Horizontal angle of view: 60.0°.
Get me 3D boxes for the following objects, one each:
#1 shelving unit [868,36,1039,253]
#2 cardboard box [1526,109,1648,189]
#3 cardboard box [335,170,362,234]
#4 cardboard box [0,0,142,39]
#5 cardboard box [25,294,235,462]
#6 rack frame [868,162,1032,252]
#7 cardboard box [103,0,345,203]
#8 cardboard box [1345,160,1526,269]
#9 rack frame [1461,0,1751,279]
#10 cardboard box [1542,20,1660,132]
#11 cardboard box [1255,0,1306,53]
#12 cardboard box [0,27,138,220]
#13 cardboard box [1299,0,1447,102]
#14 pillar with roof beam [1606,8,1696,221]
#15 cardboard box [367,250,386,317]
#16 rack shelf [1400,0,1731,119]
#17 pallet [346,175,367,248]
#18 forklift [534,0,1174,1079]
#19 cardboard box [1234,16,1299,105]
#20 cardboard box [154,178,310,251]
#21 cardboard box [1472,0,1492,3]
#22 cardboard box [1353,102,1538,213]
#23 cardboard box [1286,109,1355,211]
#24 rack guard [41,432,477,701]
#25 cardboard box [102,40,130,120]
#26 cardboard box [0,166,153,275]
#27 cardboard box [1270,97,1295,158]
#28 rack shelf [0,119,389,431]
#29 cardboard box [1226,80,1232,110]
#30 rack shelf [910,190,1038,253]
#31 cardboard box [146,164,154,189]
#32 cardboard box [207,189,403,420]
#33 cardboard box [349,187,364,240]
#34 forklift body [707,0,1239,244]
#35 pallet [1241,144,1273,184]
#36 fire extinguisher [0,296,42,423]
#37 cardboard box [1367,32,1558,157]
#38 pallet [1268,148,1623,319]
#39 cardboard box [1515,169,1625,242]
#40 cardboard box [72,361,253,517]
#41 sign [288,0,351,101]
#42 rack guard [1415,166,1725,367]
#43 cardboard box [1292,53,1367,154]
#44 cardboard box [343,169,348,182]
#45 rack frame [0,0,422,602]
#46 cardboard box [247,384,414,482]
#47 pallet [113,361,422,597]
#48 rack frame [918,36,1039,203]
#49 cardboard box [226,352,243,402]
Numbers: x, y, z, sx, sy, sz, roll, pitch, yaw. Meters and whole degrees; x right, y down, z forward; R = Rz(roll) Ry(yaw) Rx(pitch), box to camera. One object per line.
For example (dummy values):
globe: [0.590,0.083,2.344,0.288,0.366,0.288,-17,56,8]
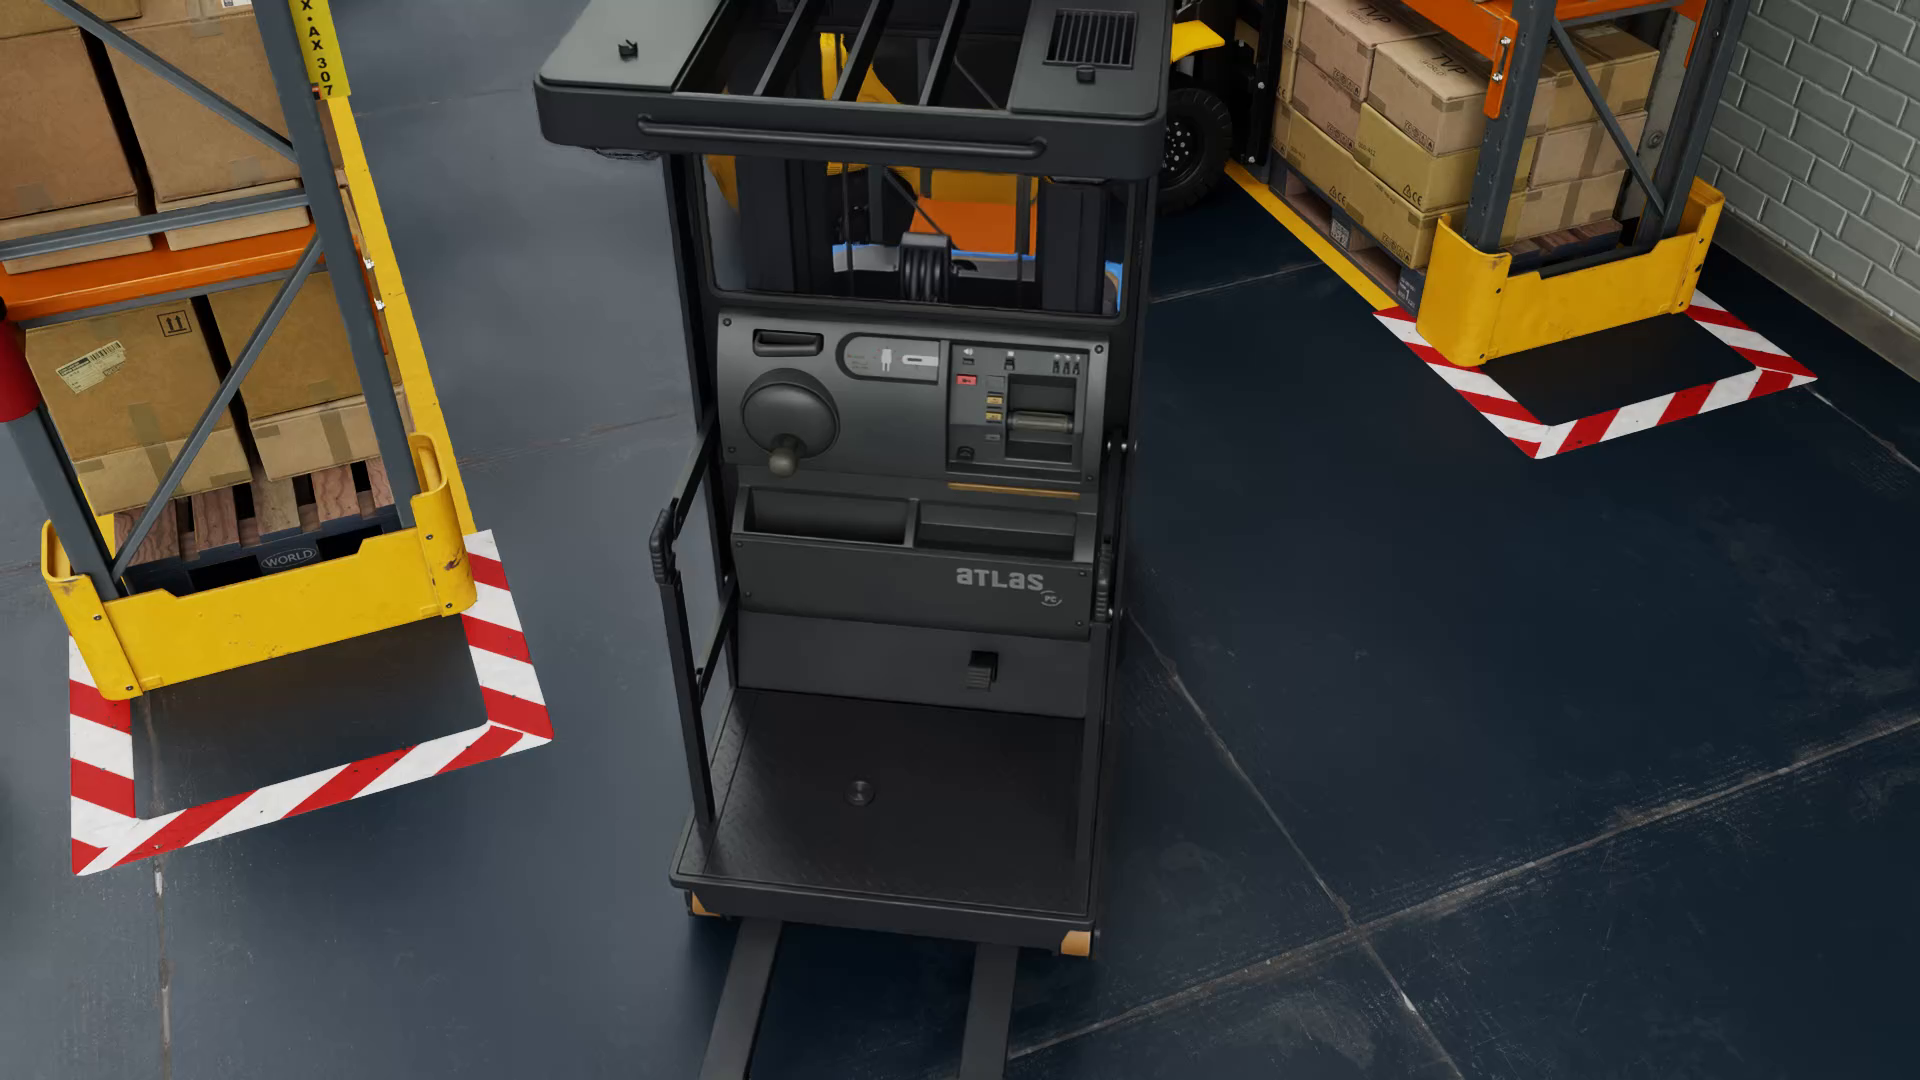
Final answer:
shelving unit: [0.036,-1.050,5.821,0.587,1.500,1.083,5,41,6]
cardboard box: [2.436,-1.710,6.841,0.500,0.250,0.500,-14,43,-16]
cardboard box: [-2.428,-1.112,5.954,0.500,0.500,0.500,-17,43,-18]
cardboard box: [-2.558,-1.611,4.251,0.700,0.500,0.500,-16,43,-18]
cardboard box: [-2.708,-0.647,5.413,0.500,0.500,0.500,-15,43,-17]
rack frame: [-0.030,-0.715,5.432,0.500,1.500,0.032,5,41,6]
cardboard box: [-2.086,-1.333,4.695,0.500,0.500,0.500,-16,43,-18]
cardboard box: [1.952,-1.390,6.852,0.500,0.250,0.500,-15,43,-17]
rack frame: [2.424,-2.069,5.855,1.000,3.000,0.127,-15,43,-17]
cardboard box: [2.415,-1.901,6.680,0.500,0.250,0.500,-16,43,-18]
cardboard box: [1.556,-2.372,7.227,0.500,0.250,0.500,-15,43,-16]
cardboard box: [-2.623,-1.237,4.583,0.500,0.500,0.500,-16,43,-18]
cardboard box: [1.758,-2.070,6.877,0.500,0.250,0.500,-14,43,-16]
pillar with roof beam: [-0.988,-3.914,3.399,9.100,9.000,0.400,-15,43,-17]
cardboard box: [-2.402,-0.809,6.177,0.500,0.250,0.500,-14,43,-15]
rack shelf: [1.658,-3.001,7.491,1.077,0.370,4.000,-15,43,-17]
pallet: [-2.931,-1.049,6.808,1.003,0.211,1.213,-15,43,-17]
forklift: [-0.142,-0.252,3.795,1.130,2.935,3.031,5,41,6]
cardboard box: [1.550,-2.201,7.412,0.500,0.250,0.500,-16,43,-18]
cardboard box: [-2.100,-0.989,4.792,0.380,0.149,0.250,-15,43,-17]
cardboard box: [1.993,-2.338,6.091,0.500,0.500,0.500,-16,43,-18]
cardboard box: [1.949,-1.590,6.702,0.500,0.250,0.500,-16,43,-17]
cardboard box: [1.770,-1.692,7.203,0.500,0.250,0.500,-15,43,-17]
rack guard: [-2.190,0.074,5.281,1.175,0.500,0.348,-15,43,-17]
cardboard box: [-2.811,-1.540,4.935,0.500,0.500,0.500,-15,43,-17]
cardboard box: [-2.502,-0.905,4.694,0.380,0.149,0.250,-14,43,-15]
cardboard box: [1.587,-1.995,7.556,0.500,0.250,0.500,-15,43,-16]
rack shelf: [-2.926,-1.760,6.048,1.077,0.370,4.000,-15,43,-17]
cardboard box: [1.368,-2.302,7.914,0.500,0.250,0.500,-14,43,-16]
rack shelf: [0.035,-0.908,5.931,0.538,0.185,1.000,5,41,6]
cardboard box: [-2.210,-1.138,4.965,0.380,0.149,0.250,-14,43,-16]
cardboard box: [-2.224,-0.798,5.589,0.500,0.500,0.500,-16,43,-18]
cardboard box: [-2.623,-1.135,6.556,0.500,0.250,0.500,-12,42,-14]
forklift body: [0.012,-2.434,6.931,2.313,2.155,1.214,-15,43,-17]
pallet: [1.629,-2.195,8.141,1.003,0.211,1.213,-15,43,-17]
fire extinguisher: [-2.543,-0.615,4.224,0.296,0.674,0.183,-15,43,-17]
cardboard box: [1.959,-1.764,6.521,0.500,0.250,0.500,-14,43,-15]
pallet: [2.092,-1.462,7.288,1.003,0.211,1.213,-15,43,-17]
cardboard box: [2.416,-1.530,7.015,0.500,0.250,0.500,-15,43,-17]
cardboard box: [-2.728,-0.379,5.677,0.500,0.250,0.500,-15,43,-17]
sign: [-1.660,-1.292,4.288,0.100,0.325,0.005,-15,43,-17]
rack guard: [2.433,-1.106,6.653,1.175,0.500,0.348,-15,43,-17]
cardboard box: [1.767,-1.895,7.056,0.500,0.250,0.500,-16,43,-17]
cardboard box: [-2.612,-1.416,6.308,0.500,0.500,0.500,-14,43,-16]
rack frame: [-2.161,-0.828,4.412,1.000,3.000,0.127,-15,43,-17]
cardboard box: [-2.214,-0.500,5.817,0.500,0.250,0.500,-15,43,-17]
pallet: [-2.468,-0.315,5.954,1.003,0.211,1.213,-15,43,-17]
rack frame: [0.100,-1.373,6.196,0.500,1.500,0.032,5,41,6]
cardboard box: [-2.910,-0.679,6.025,0.500,0.250,0.500,-15,43,-17]
